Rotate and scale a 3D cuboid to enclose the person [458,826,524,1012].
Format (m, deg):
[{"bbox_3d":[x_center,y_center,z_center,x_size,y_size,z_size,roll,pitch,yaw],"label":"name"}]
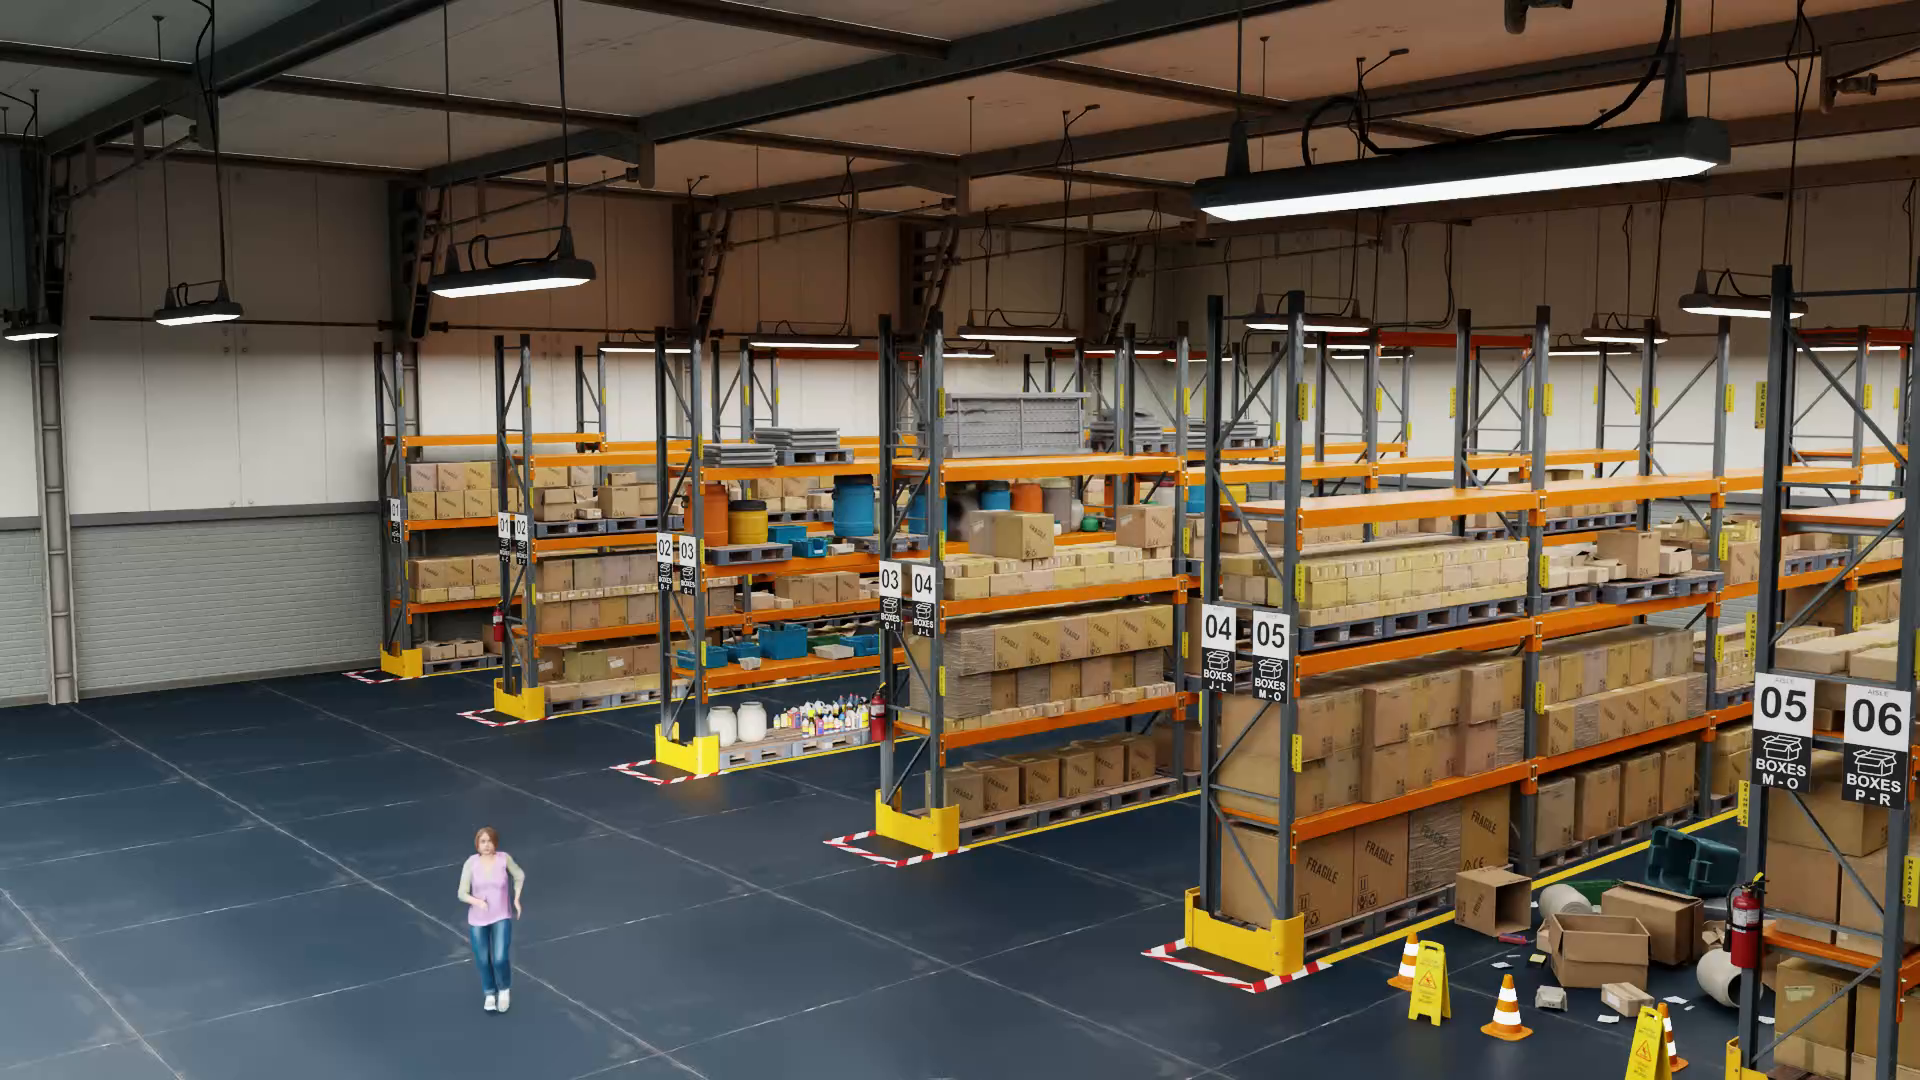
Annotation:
[{"bbox_3d":[-3.841,3.128,13.630,0.512,1.566,0.623,-1,5,-11],"label":"person"}]

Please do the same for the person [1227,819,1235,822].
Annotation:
[{"bbox_3d":[2.976,2.729,17.771,0.544,1.630,0.606,-5,7,-44],"label":"person"}]

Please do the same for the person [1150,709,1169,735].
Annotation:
[{"bbox_3d":[2.789,1.838,23.970,0.739,1.889,0.659,-5,7,-45],"label":"person"}]
